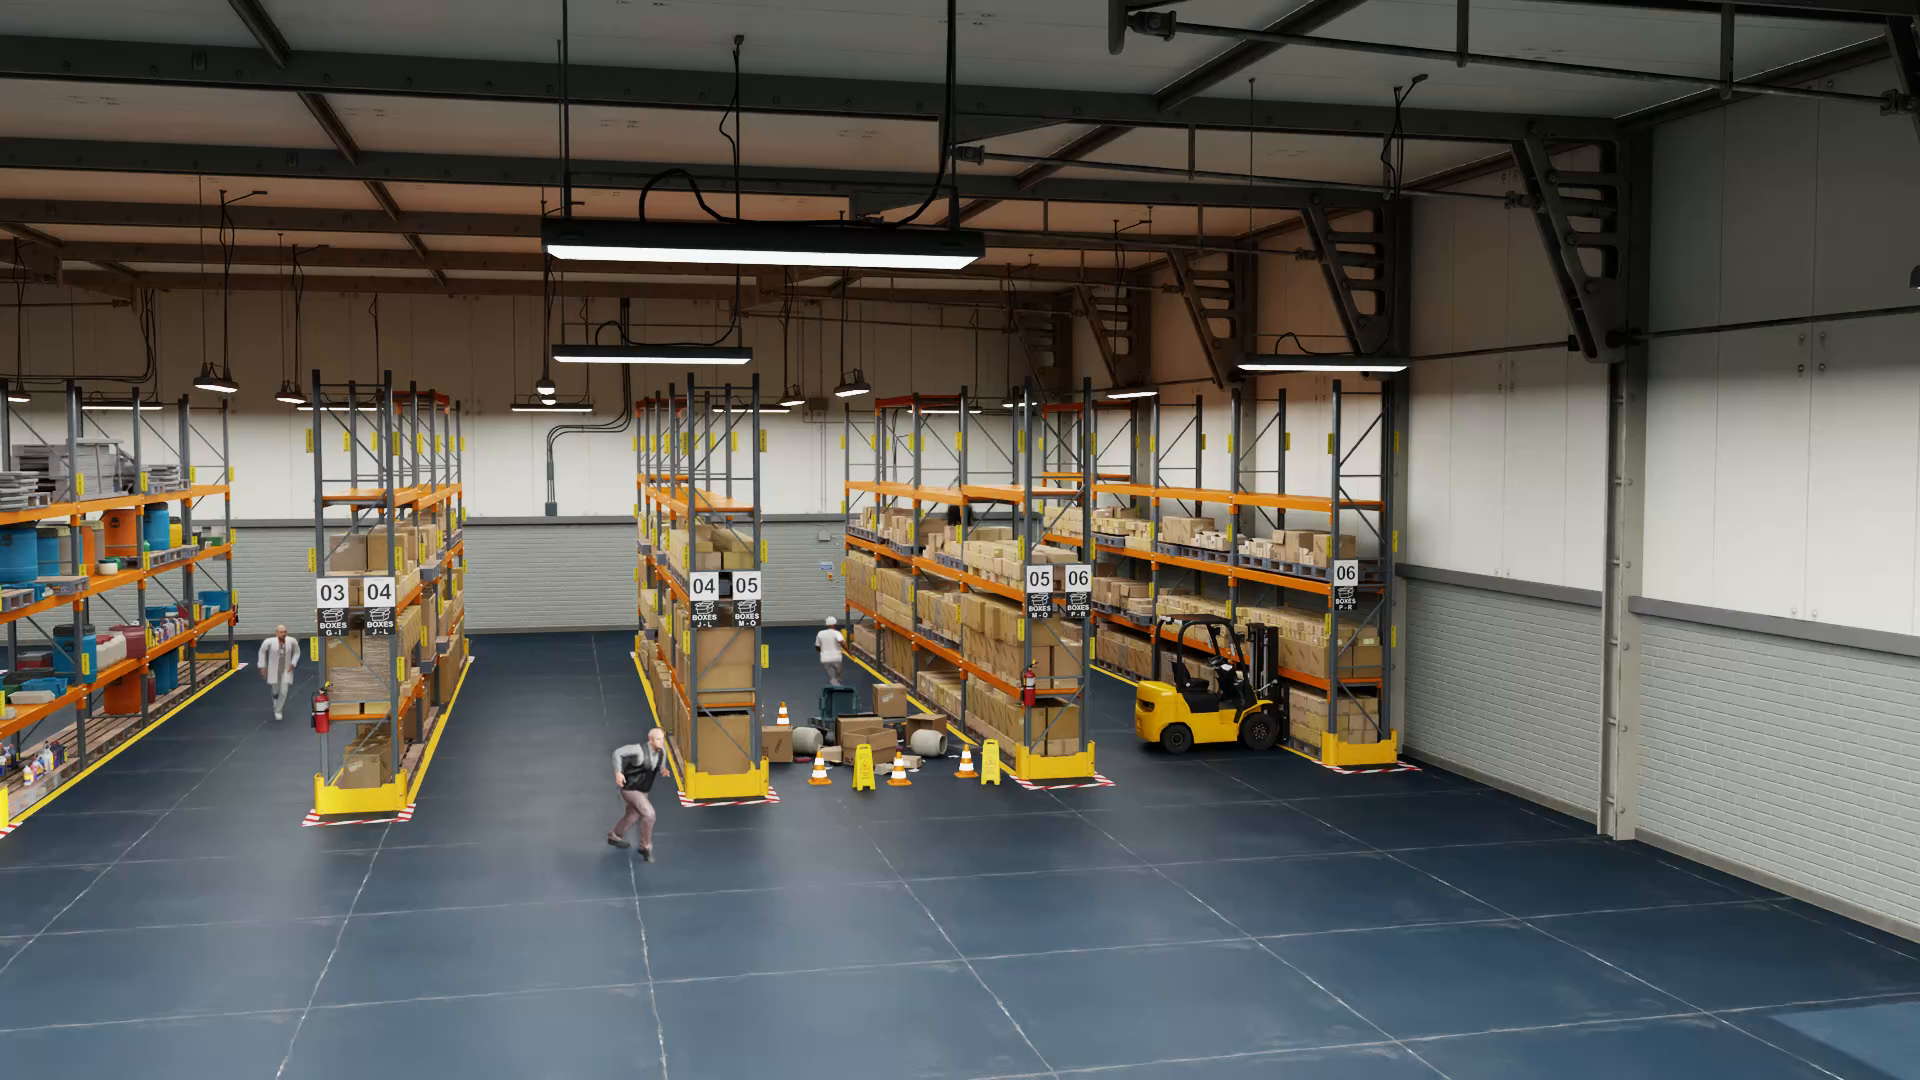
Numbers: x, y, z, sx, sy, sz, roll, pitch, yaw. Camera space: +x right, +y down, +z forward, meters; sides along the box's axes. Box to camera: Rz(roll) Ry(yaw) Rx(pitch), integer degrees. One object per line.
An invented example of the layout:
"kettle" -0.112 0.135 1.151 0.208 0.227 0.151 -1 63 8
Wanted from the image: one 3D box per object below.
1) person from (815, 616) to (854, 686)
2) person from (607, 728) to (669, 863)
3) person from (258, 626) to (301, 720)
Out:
"person" -2.443 2.335 32.012 0.821 1.701 0.666 1 3 13
"person" -3.915 3.067 20.016 0.993 1.665 0.697 2 4 33
"person" -12.432 2.398 30.386 0.721 1.712 0.704 -2 4 -31
